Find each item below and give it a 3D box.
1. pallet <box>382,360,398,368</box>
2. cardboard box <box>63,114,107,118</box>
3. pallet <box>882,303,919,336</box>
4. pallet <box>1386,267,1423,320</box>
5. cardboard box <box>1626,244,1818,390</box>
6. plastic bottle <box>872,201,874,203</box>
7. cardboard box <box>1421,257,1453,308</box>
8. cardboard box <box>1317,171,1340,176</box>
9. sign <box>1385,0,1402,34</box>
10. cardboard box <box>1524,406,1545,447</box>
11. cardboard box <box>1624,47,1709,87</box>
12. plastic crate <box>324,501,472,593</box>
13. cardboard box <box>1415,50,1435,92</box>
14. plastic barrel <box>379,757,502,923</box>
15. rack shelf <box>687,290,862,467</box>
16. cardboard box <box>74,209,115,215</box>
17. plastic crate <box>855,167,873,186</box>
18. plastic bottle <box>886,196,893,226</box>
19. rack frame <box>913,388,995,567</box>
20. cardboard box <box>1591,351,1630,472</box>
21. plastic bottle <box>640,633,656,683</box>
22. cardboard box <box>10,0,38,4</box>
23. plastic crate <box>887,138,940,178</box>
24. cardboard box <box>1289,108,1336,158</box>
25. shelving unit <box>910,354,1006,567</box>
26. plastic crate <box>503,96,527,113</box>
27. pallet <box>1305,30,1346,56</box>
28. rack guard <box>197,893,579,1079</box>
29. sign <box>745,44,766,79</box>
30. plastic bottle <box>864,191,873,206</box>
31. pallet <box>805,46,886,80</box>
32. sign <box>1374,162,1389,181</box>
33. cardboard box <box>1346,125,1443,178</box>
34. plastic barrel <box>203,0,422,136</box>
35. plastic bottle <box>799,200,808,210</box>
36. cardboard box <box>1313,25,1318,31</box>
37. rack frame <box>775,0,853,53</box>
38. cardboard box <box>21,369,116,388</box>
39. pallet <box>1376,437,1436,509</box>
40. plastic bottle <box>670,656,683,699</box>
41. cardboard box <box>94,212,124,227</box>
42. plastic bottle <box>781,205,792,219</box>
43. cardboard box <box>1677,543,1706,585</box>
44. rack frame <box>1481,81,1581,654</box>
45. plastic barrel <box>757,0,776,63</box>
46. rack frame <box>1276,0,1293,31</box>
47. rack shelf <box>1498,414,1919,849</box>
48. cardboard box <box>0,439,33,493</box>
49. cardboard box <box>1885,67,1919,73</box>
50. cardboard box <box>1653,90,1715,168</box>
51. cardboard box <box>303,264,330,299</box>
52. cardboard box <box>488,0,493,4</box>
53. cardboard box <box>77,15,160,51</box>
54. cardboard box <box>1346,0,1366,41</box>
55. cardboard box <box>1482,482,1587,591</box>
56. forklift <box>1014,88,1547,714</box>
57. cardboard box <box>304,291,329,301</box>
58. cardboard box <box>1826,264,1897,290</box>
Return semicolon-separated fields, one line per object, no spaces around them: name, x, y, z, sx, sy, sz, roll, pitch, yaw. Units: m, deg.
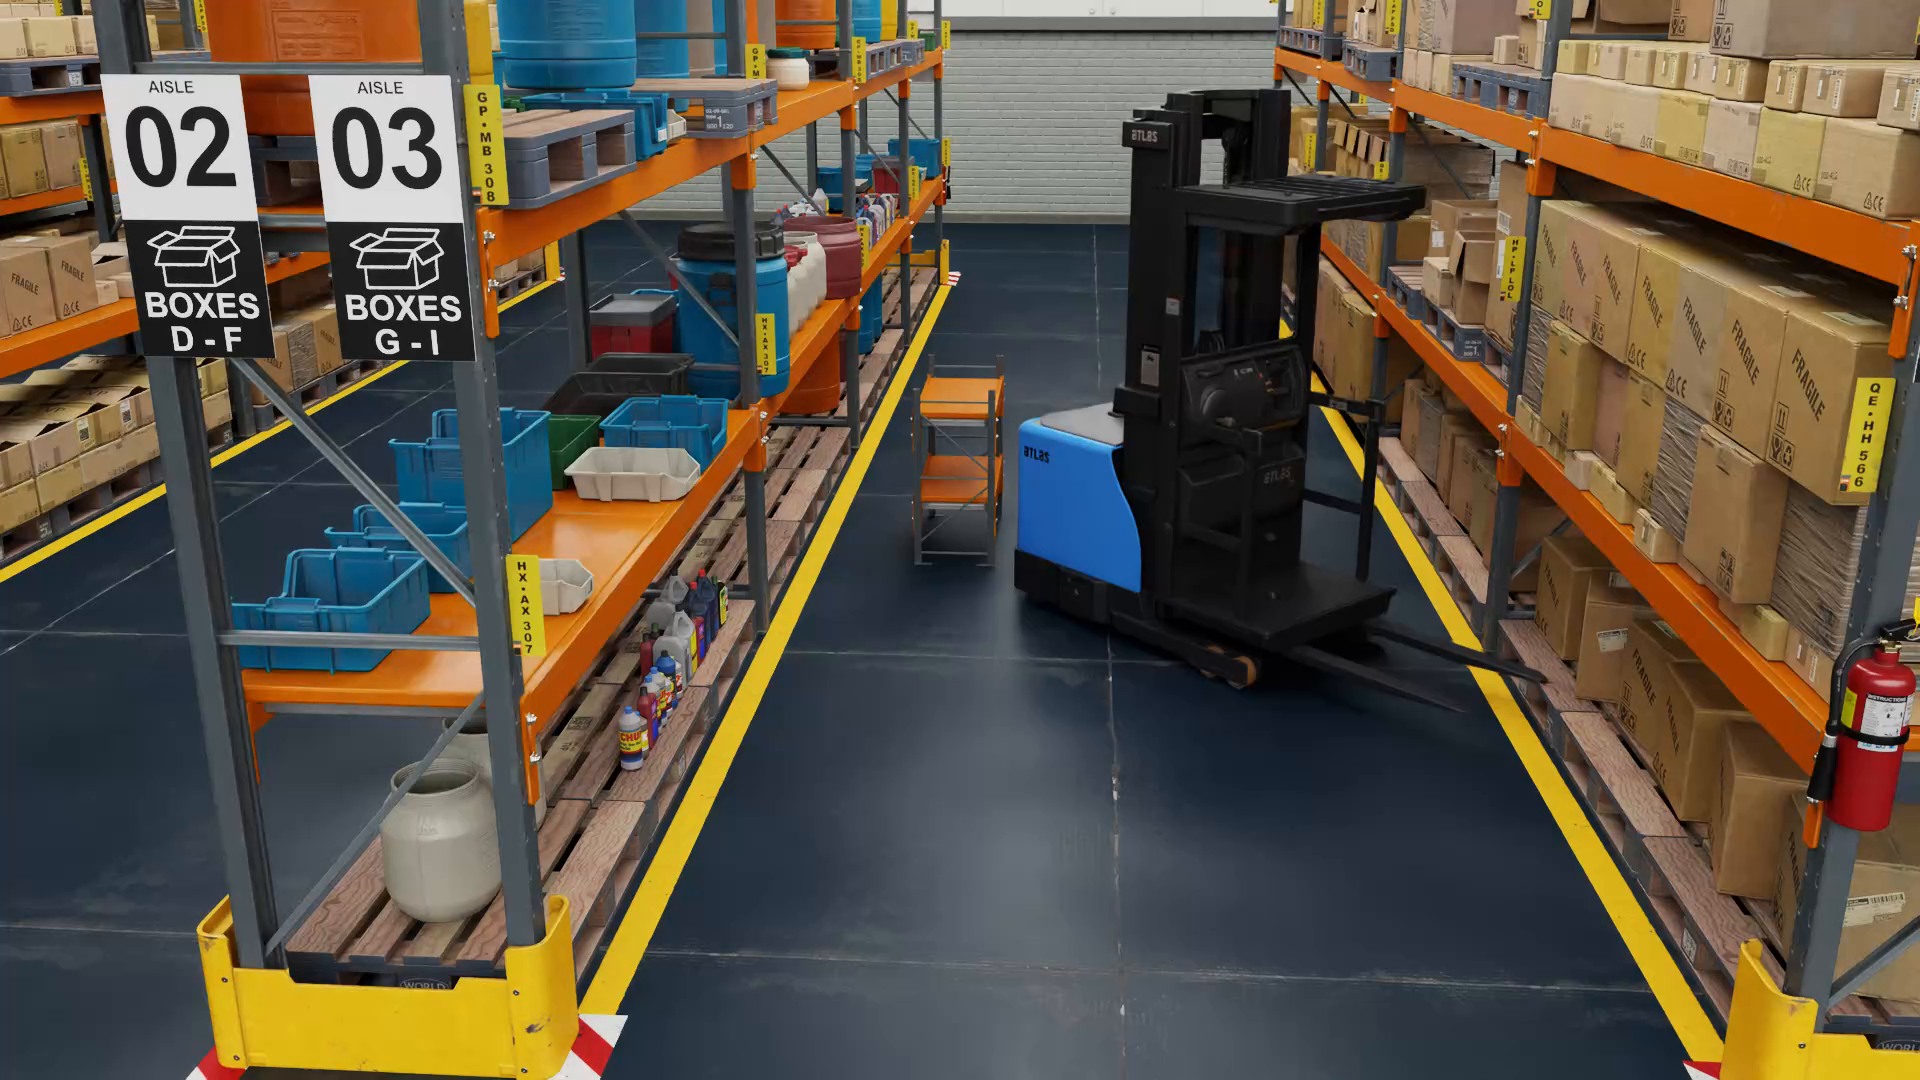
pallet;-5.967;-1.942;16.511;1.003;0.211;1.213;1;18;4
cardboard box;-10.627;-4.856;20.445;0.980;0.700;0.700;2;18;6
pallet;-0.992;-2.313;17.643;1.003;0.211;1.213;1;18;4
pallet;3.703;-1.741;11.727;1.213;0.211;1.003;1;18;4
cardboard box;2.980;-0.877;6.539;0.500;0.500;0.500;1;18;4
plastic bottle;-0.837;-3.182;16.135;0.097;0.201;0.097;0;18;0
cardboard box;3.298;-1.669;10.765;0.500;0.250;0.500;1;18;2
cardboard box;3.652;-3.209;15.737;0.500;0.500;0.500;1;18;4
sign;3.095;-3.780;11.866;0.100;0.325;0.005;1;18;4
cardboard box;3.015;-0.557;8.209;0.380;0.149;0.250;1;18;4
cardboard box;2.958;-1.937;6.801;0.380;0.149;0.250;1;18;3
plastic crate;-2.076;0.025;6.268;0.499;0.251;0.408;1;18;4
cardboard box;3.323;-3.110;11.022;0.500;0.250;0.500;2;18;5
plastic barrel;-1.895;1.095;6.086;0.421;0.512;0.421;0;18;0
rack shelf;-1.436;-1.204;10.934;1.077;0.370;4.000;1;18;4
cardboard box;-10.741;-4.016;20.660;0.380;0.149;0.250;1;18;4
plastic crate;-1.181;-4.029;18.573;0.416;0.233;0.300;1;18;4
plastic bottle;-0.683;-3.151;15.909;0.061;0.283;0.133;1;18;4
rack frame;-0.036;-0.379;10.272;0.500;1.125;0.032;1;18;4
cardboard box;3.261;-0.552;7.152;0.875;0.500;0.500;1;18;4
plastic bottle;-1.497;0.572;8.016;0.061;0.283;0.133;1;18;4
cardboard box;-10.496;-6.116;18.155;0.500;0.500;0.500;1;18;4
plastic crate;-0.557;-4.588;19.955;0.616;0.435;0.499;1;18;4
cardboard box;3.851;-4.508;18.421;0.500;0.500;0.500;1;18;2
shelving unit;0.000;-0.537;10.754;0.538;1.125;1.048;1;18;4
plastic crate;-1.964;-1.765;7.015;0.336;0.188;0.450;1;18;4
pallet;4.004;-4.935;16.493;1.003;0.211;1.213;1;18;4
rack guard;-1.907;1.481;5.599;1.175;0.500;0.348;1;18;4
sign;-1.031;-2.338;8.410;0.100;0.325;0.005;1;18;4
plastic bottle;-0.889;-3.096;15.633;0.144;0.351;0.185;1;18;4
pallet;-1.140;-3.738;12.998;1.003;0.211;1.213;1;18;4
sign;3.094;-2.618;12.235;0.100;0.325;0.005;1;18;4
cardboard box;3.836;-3.411;14.744;0.797;0.503;0.637;1;18;5
plastic barrel;-1.958;-1.665;5.005;0.600;0.830;0.708;1;18;4
plastic bottle;-1.481;-3.063;15.661;0.097;0.271;0.097;0;18;0
cardboard box;3.974;-5.430;16.863;0.700;0.500;0.500;2;18;7
rack frame;-1.292;-5.017;11.784;1.000;3.000;0.127;1;18;4
cardboard box;-6.593;-1.118;12.359;0.500;0.311;0.500;1;18;3
pallet;3.590;-0.488;12.074;1.003;0.211;1.213;1;18;4
plastic bottle;-1.372;0.651;7.908;0.097;0.201;0.097;0;18;0
cardboard box;-10.378;-3.929;20.394;0.380;0.149;0.250;1;18;3
plastic bottle;-1.531;-2.781;14.671;0.144;0.351;0.185;1;18;4
cardboard box;2.962;0.066;6.307;0.380;0.149;0.250;1;18;4
rack frame;3.361;-0.814;8.589;1.000;3.000;0.127;1;18;4
plastic barrel;-1.568;-3.580;11.409;0.600;0.901;0.600;0;18;0
rack frame;4.221;-7.391;19.029;1.000;3.000;0.127;1;18;4
rack shelf;3.218;0.149;6.805;1.077;0.370;4.000;1;18;4
cardboard box;-6.200;-0.473;10.392;0.500;0.311;0.500;1;18;3
cardboard box;2.919;-1.286;4.815;0.380;0.149;0.250;1;18;2
cardboard box;2.964;-1.551;6.264;0.500;0.250;0.500;1;18;3
cardboard box;-6.295;-2.443;15.664;0.500;0.250;0.500;1;18;4
cardboard box;-5.800;-6.398;19.047;0.700;0.500;0.500;1;18;4
cardboard box;-6.209;-3.690;12.116;0.500;0.250;0.500;0;18;0
cardboard box;3.903;-4.790;15.073;0.700;0.500;0.500;2;18;5
cardboard box;3.426;-0.025;9.490;0.700;0.500;0.500;0;18;0
forklift;1.652;-0.802;8.664;1.130;2.935;3.031;-15;23;-38
cardboard box;-6.294;-2.076;15.749;0.500;0.500;0.500;2;18;5
cardboard box;3.463;-0.711;6.030;0.500;0.500;0.500;1;18;4
